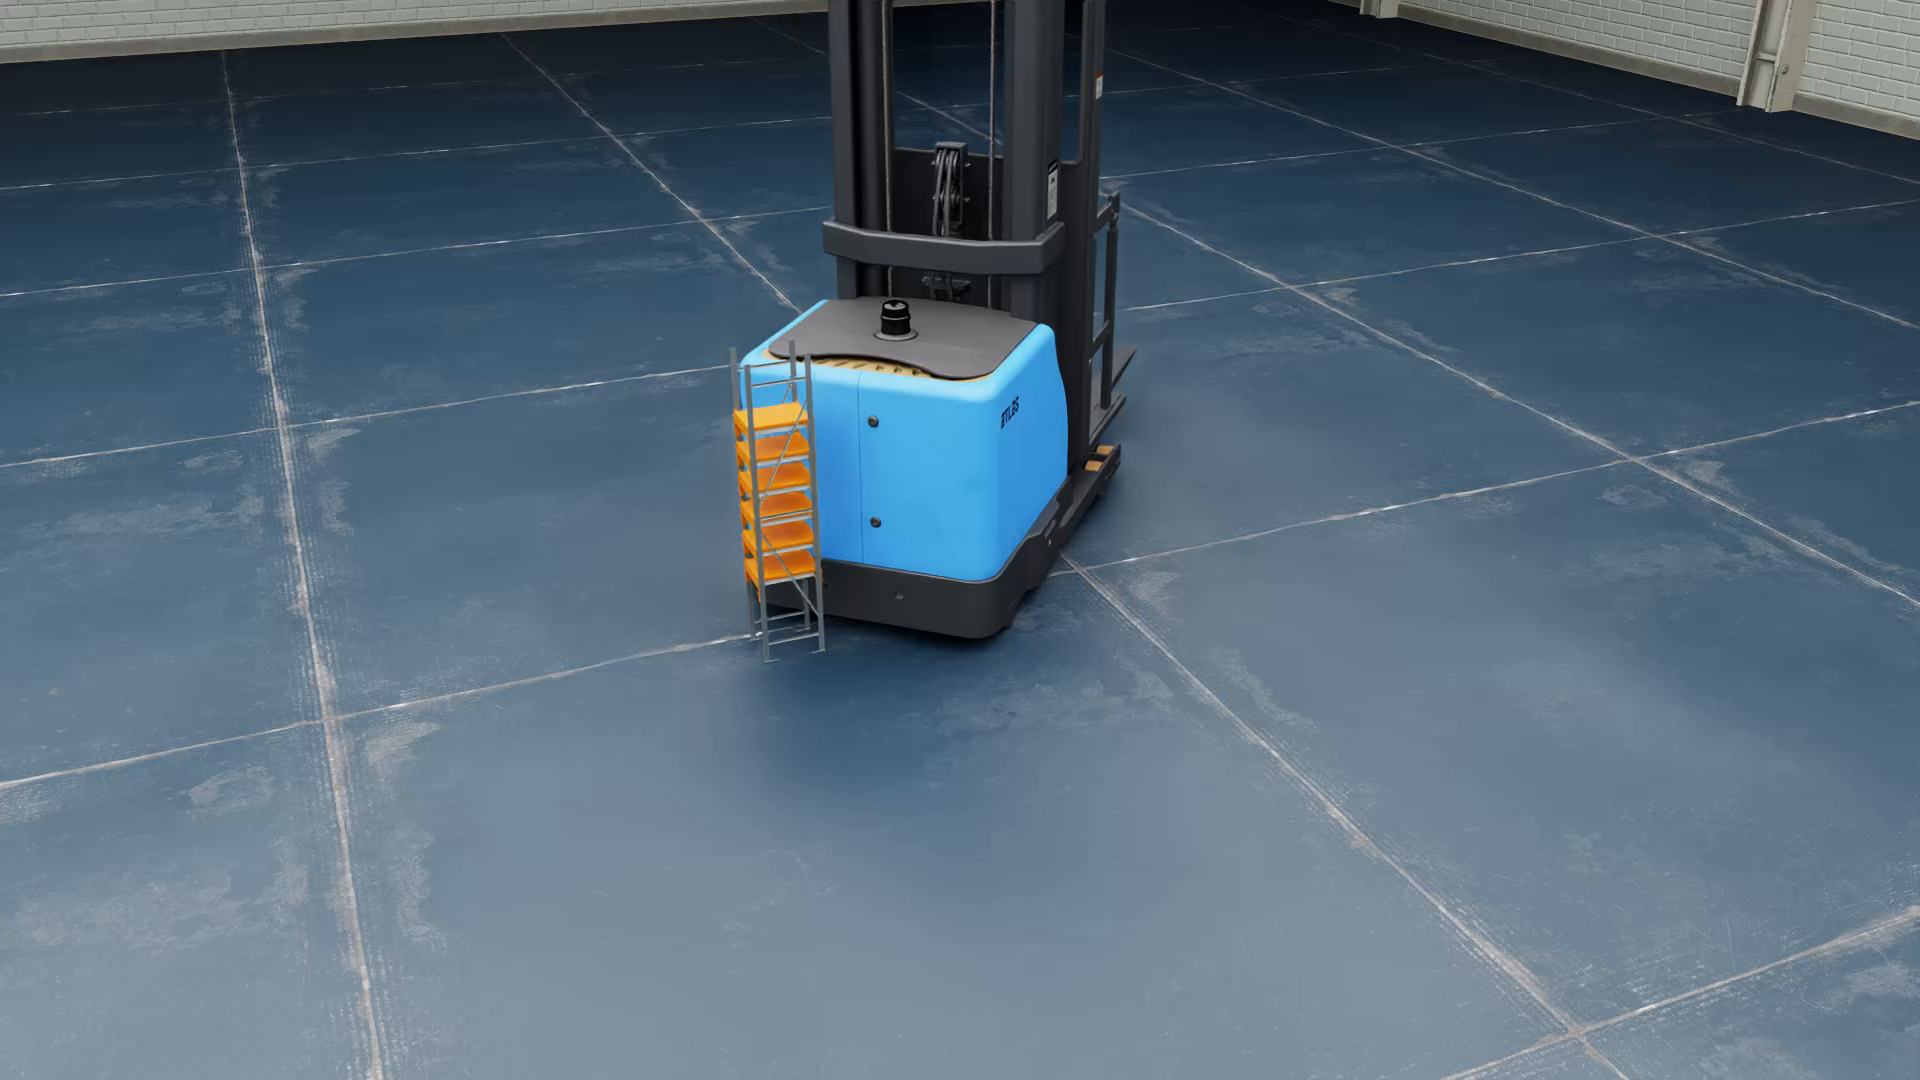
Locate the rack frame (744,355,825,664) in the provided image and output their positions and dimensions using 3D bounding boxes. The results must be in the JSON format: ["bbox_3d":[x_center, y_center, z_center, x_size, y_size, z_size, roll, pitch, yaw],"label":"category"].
[{"bbox_3d":[-0.633,-0.090,6.065,0.240,1.200,0.006,-11,28,-20],"label":"rack frame"}]

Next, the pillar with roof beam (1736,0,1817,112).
[{"bbox_3d":[3.555,-7.349,12.045,9.100,9.000,0.400,-11,28,-21],"label":"pillar with roof beam"}]

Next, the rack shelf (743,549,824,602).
[{"bbox_3d":[-0.666,0.127,6.267,0.258,0.103,0.180,-11,28,-20],"label":"rack shelf"}]

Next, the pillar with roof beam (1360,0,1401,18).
[{"bbox_3d":[1.206,-9.771,17.006,9.100,9.000,0.400,-11,28,-21],"label":"pillar with roof beam"}]

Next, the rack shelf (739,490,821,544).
[{"bbox_3d":[-0.668,-0.088,6.160,0.258,0.103,0.180,-11,28,-20],"label":"rack shelf"}]

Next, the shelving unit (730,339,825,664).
[{"bbox_3d":[-0.668,-0.128,6.141,0.258,1.200,0.189,-11,28,-20],"label":"shelving unit"}]

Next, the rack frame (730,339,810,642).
[{"bbox_3d":[-0.703,-0.165,6.216,0.240,1.200,0.006,-11,28,-20],"label":"rack frame"}]

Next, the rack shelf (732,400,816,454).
[{"bbox_3d":[-0.670,-0.410,6.000,0.258,0.103,0.180,-11,28,-20],"label":"rack shelf"}]

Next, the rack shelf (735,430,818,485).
[{"bbox_3d":[-0.669,-0.303,6.054,0.258,0.103,0.180,-11,28,-20],"label":"rack shelf"}]

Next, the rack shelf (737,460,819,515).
[{"bbox_3d":[-0.668,-0.195,6.107,0.258,0.103,0.180,-11,28,-20],"label":"rack shelf"}]

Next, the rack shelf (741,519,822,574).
[{"bbox_3d":[-0.667,0.020,6.213,0.258,0.103,0.180,-11,28,-20],"label":"rack shelf"}]

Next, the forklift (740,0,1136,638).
[{"bbox_3d":[0.119,-1.568,7.121,1.130,2.935,3.031,9,27,17],"label":"forklift"}]
